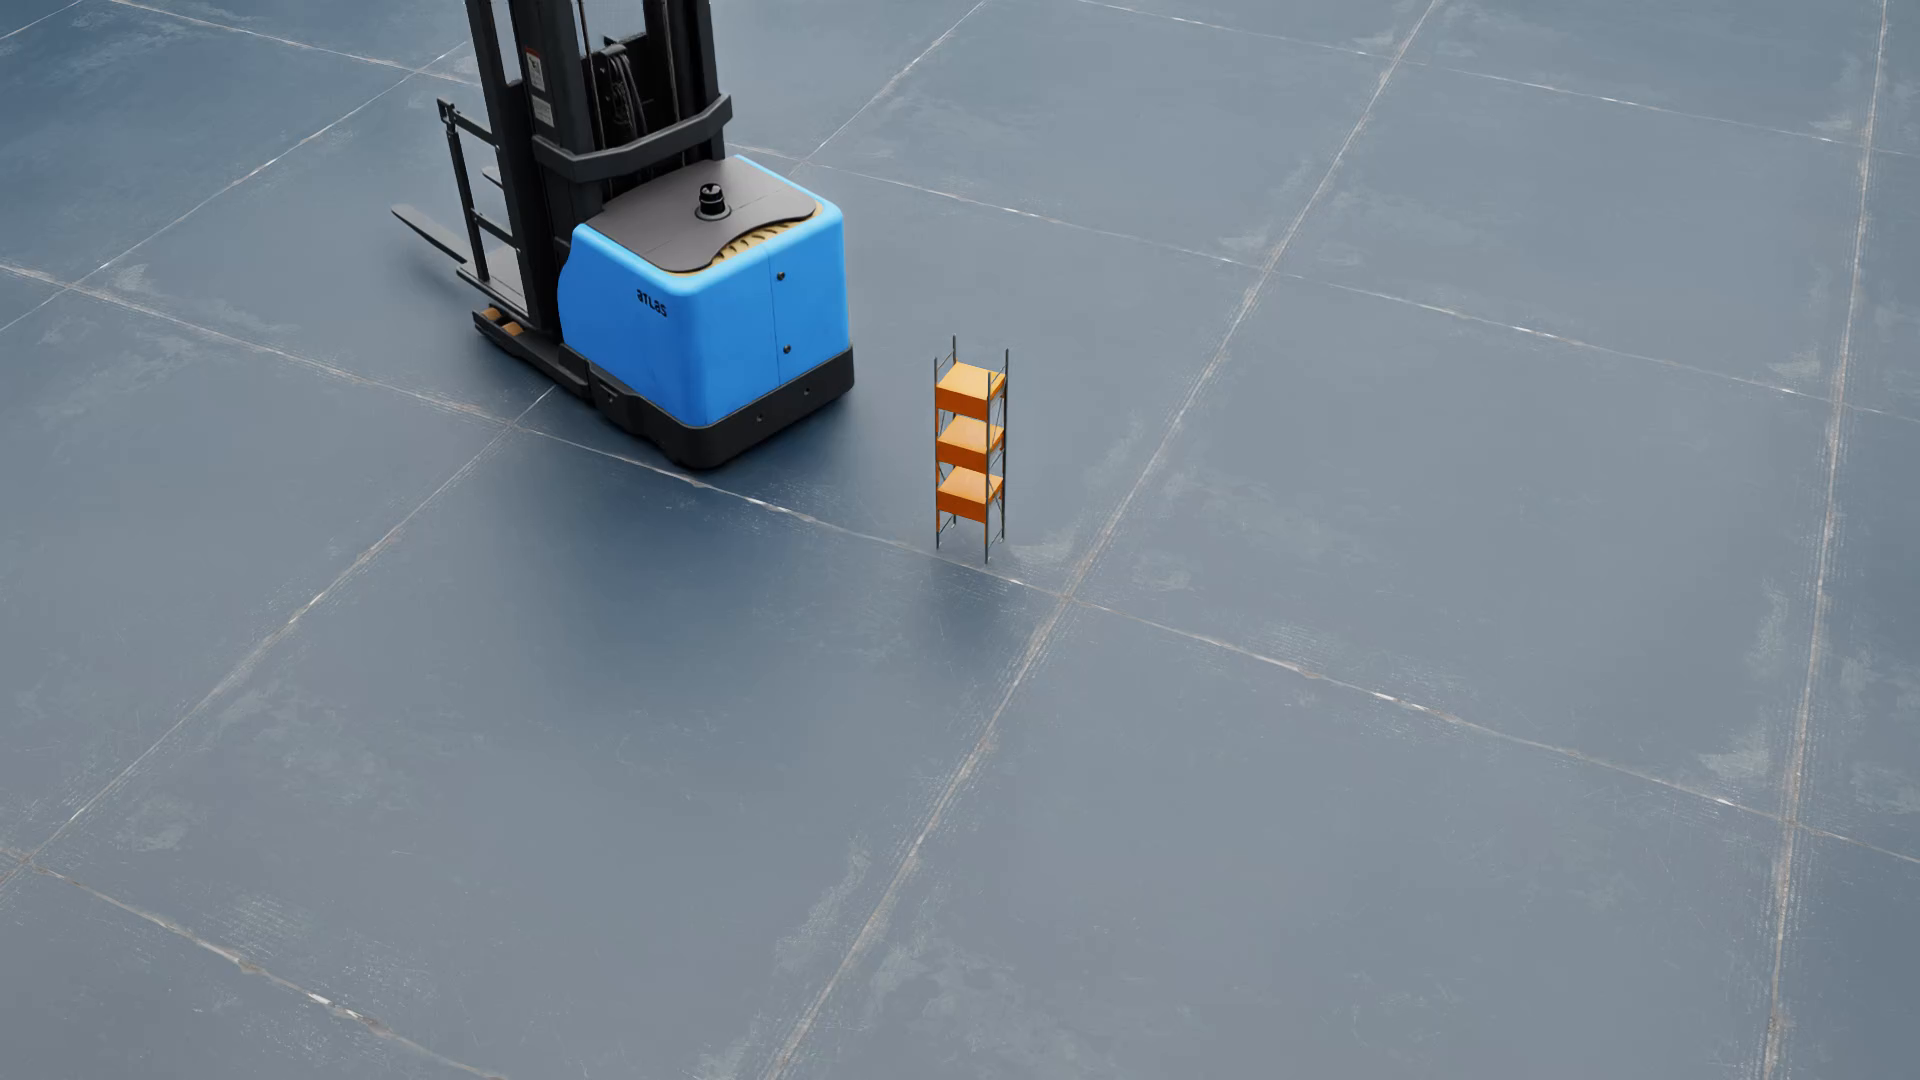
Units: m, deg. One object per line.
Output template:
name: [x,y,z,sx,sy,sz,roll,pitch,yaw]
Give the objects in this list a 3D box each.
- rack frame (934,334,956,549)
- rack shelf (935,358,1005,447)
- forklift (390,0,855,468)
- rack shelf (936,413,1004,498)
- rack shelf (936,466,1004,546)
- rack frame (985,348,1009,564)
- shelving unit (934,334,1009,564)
rack frame: [-0.062,-0.416,7.312,0.008,1.050,0.200,17,44,19]
rack shelf: [0.048,-0.588,7.094,0.240,0.259,0.215,17,44,19]
forklift: [-1.940,-2.303,8.053,3.031,2.935,1.130,33,51,32]
rack shelf: [0.048,-0.374,7.280,0.240,0.259,0.215,17,44,19]
rack shelf: [0.048,-0.164,7.462,0.240,0.259,0.215,17,44,19]
rack frame: [0.159,-0.348,7.234,0.008,1.050,0.200,17,44,19]
shelving unit: [0.048,-0.382,7.273,0.252,1.050,0.215,17,44,19]
